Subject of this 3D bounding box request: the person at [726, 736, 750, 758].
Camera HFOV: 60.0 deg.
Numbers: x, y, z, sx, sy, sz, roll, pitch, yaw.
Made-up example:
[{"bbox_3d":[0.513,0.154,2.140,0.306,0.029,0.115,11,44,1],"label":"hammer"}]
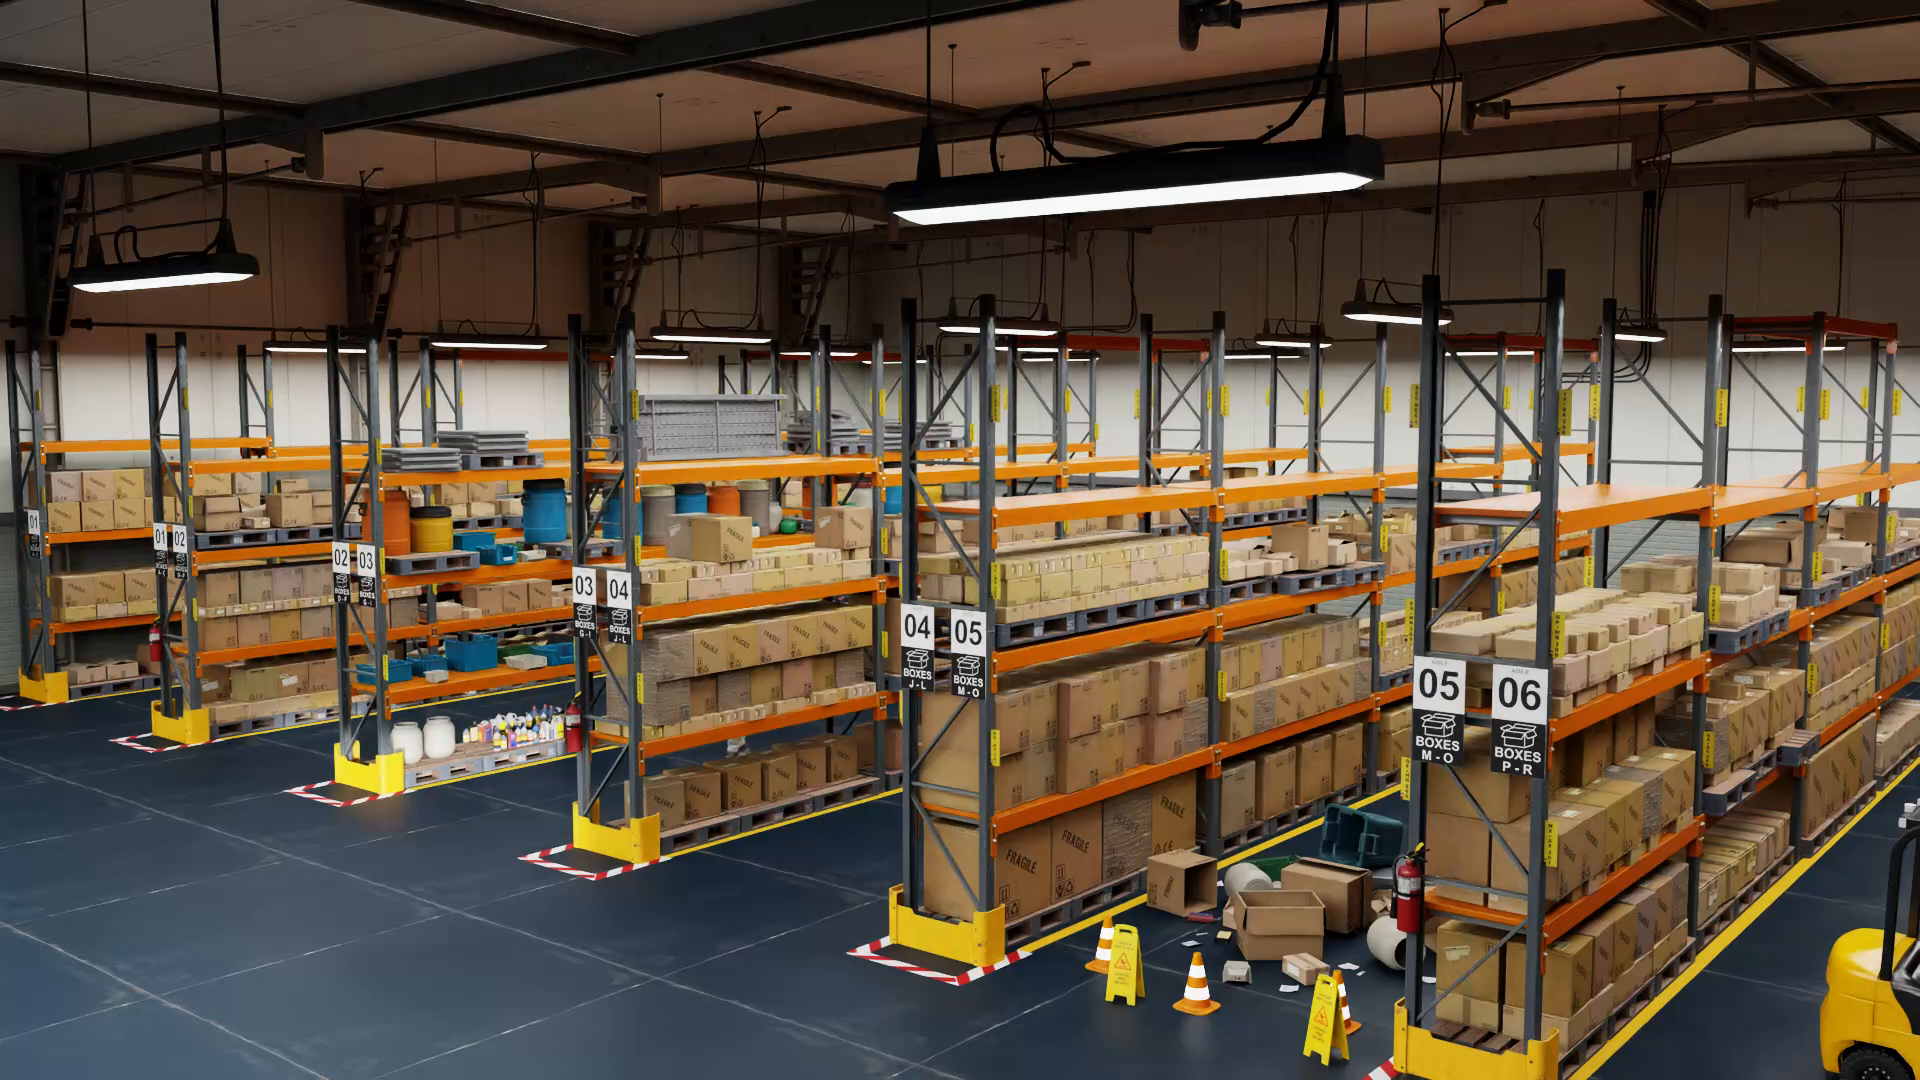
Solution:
[{"bbox_3d":[-3.051,2.265,22.702,0.616,1.822,0.657,4,6,37],"label":"person"}]
